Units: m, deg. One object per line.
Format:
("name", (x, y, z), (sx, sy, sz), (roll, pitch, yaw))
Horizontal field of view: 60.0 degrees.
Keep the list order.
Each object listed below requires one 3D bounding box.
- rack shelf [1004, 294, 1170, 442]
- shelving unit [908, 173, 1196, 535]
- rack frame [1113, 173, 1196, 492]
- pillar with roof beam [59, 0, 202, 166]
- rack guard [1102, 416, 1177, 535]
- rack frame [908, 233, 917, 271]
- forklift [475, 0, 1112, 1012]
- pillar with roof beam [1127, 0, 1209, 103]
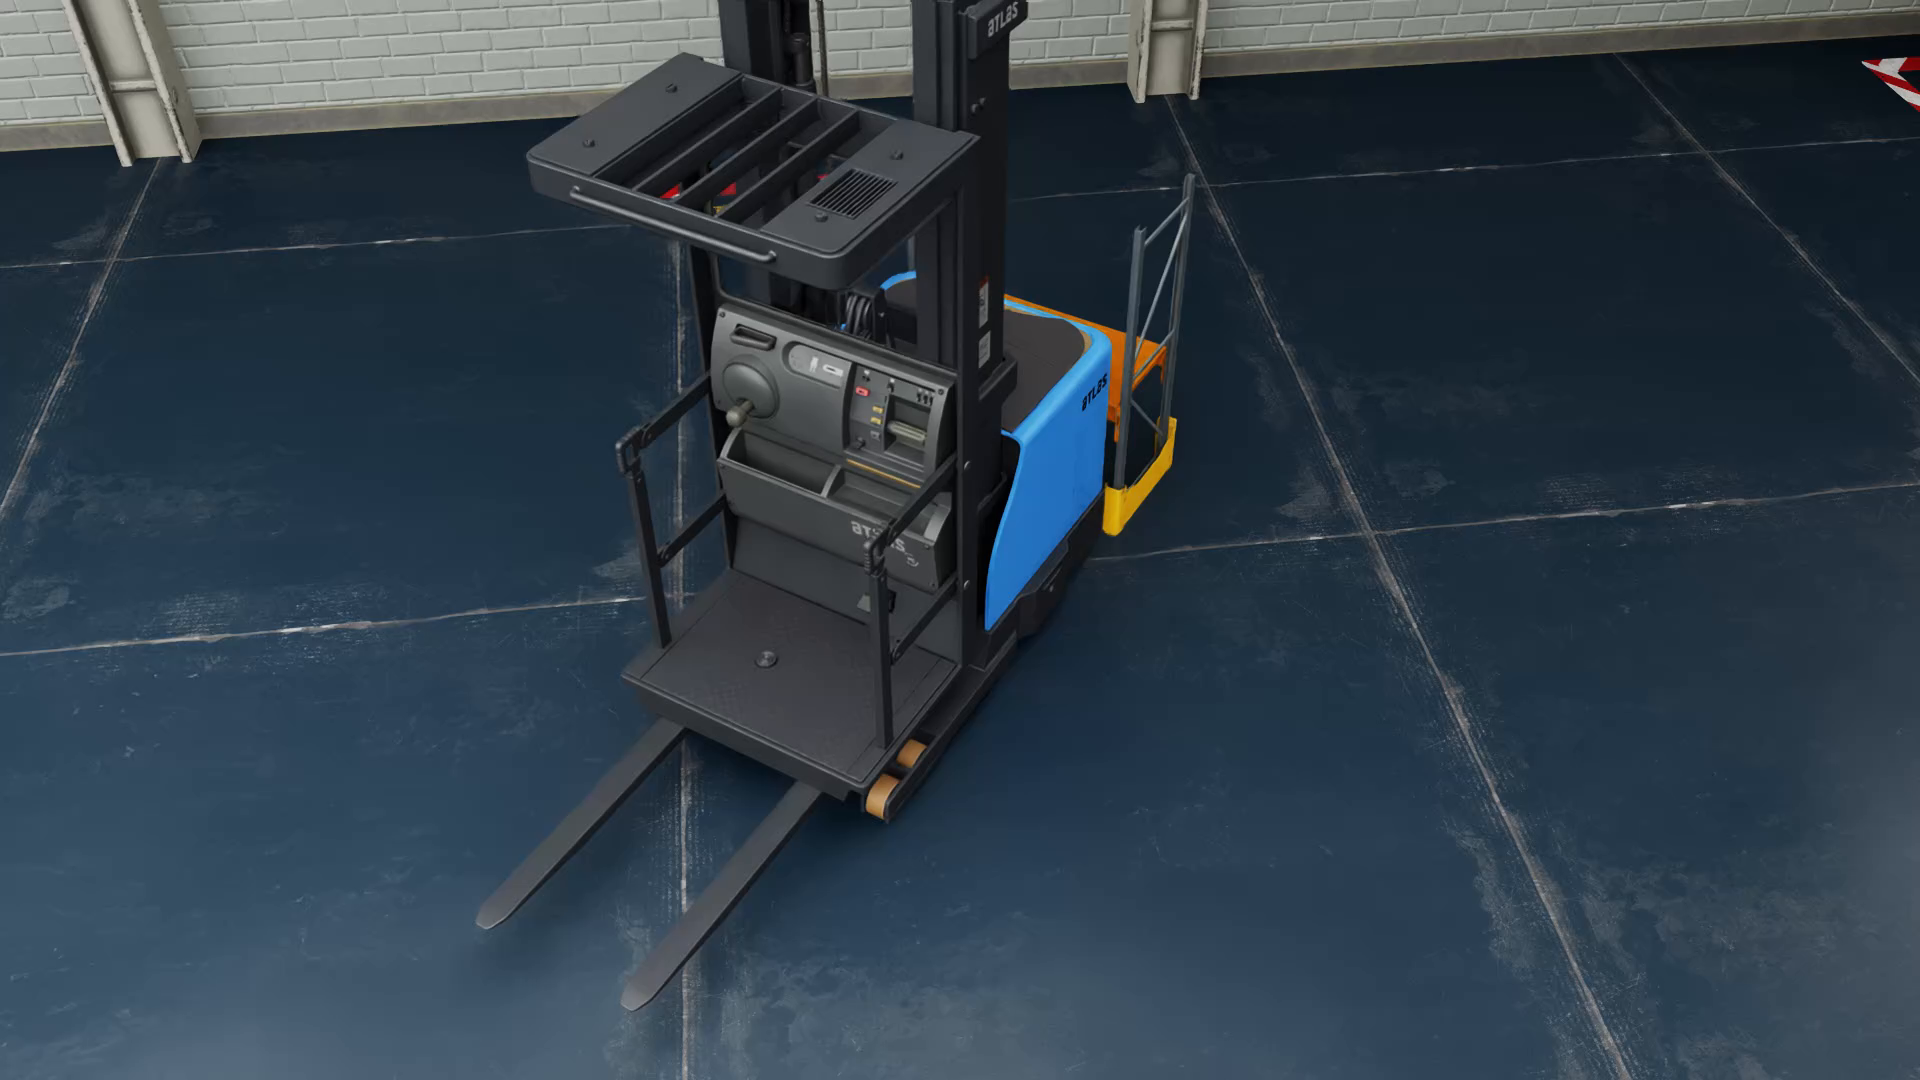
("rack shelf", (0.361, -0.796, 7.280), (1.000, 0.185, 0.538), (21, 46, 22))
("shelving unit", (0.369, -0.927, 7.157), (1.083, 1.500, 0.587), (21, 46, 22))
("rack frame", (0.800, -0.758, 6.969), (0.032, 1.500, 0.500), (21, 46, 22))
("pillar with roof beam", (-4.132, -2.770, 3.603), (0.400, 9.000, 9.100), (-5, 42, -6))
("rack guard", (0.798, -0.293, 7.388), (0.087, 0.250, 0.587), (21, 46, 22))
("rack frame", (-0.078, -1.102, 7.351), (0.032, 1.500, 0.500), (21, 46, 22))
("forklift", (-0.560, -0.418, 5.525), (1.130, 2.935, 3.031), (21, 46, 22))
("pillar with roof beam", (1.817, -3.292, 4.181), (0.400, 9.000, 9.100), (-5, 42, -6))
